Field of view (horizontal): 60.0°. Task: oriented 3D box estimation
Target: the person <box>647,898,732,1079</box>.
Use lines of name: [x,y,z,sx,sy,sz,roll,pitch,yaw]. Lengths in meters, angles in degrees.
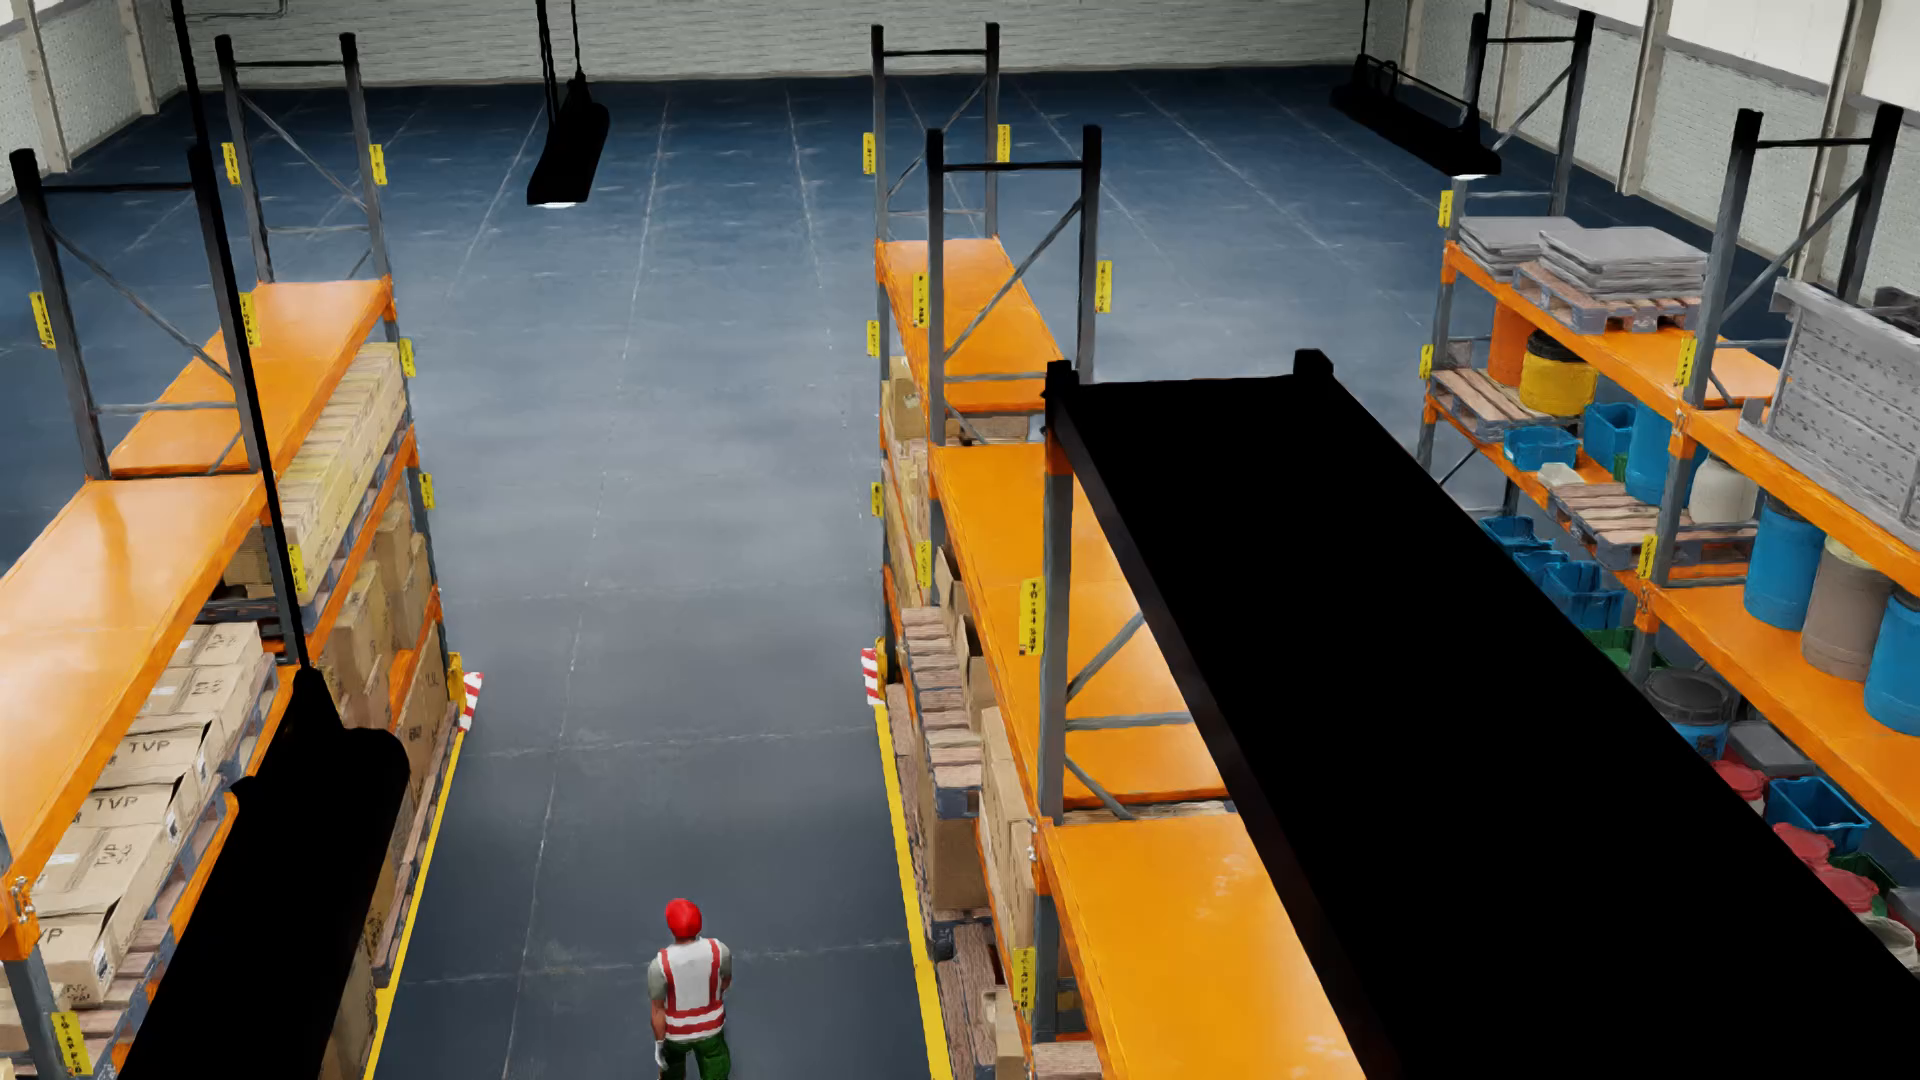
person: [-1.650,2.949,10.290,0.528,1.728,1.032,-7,26,-14]
